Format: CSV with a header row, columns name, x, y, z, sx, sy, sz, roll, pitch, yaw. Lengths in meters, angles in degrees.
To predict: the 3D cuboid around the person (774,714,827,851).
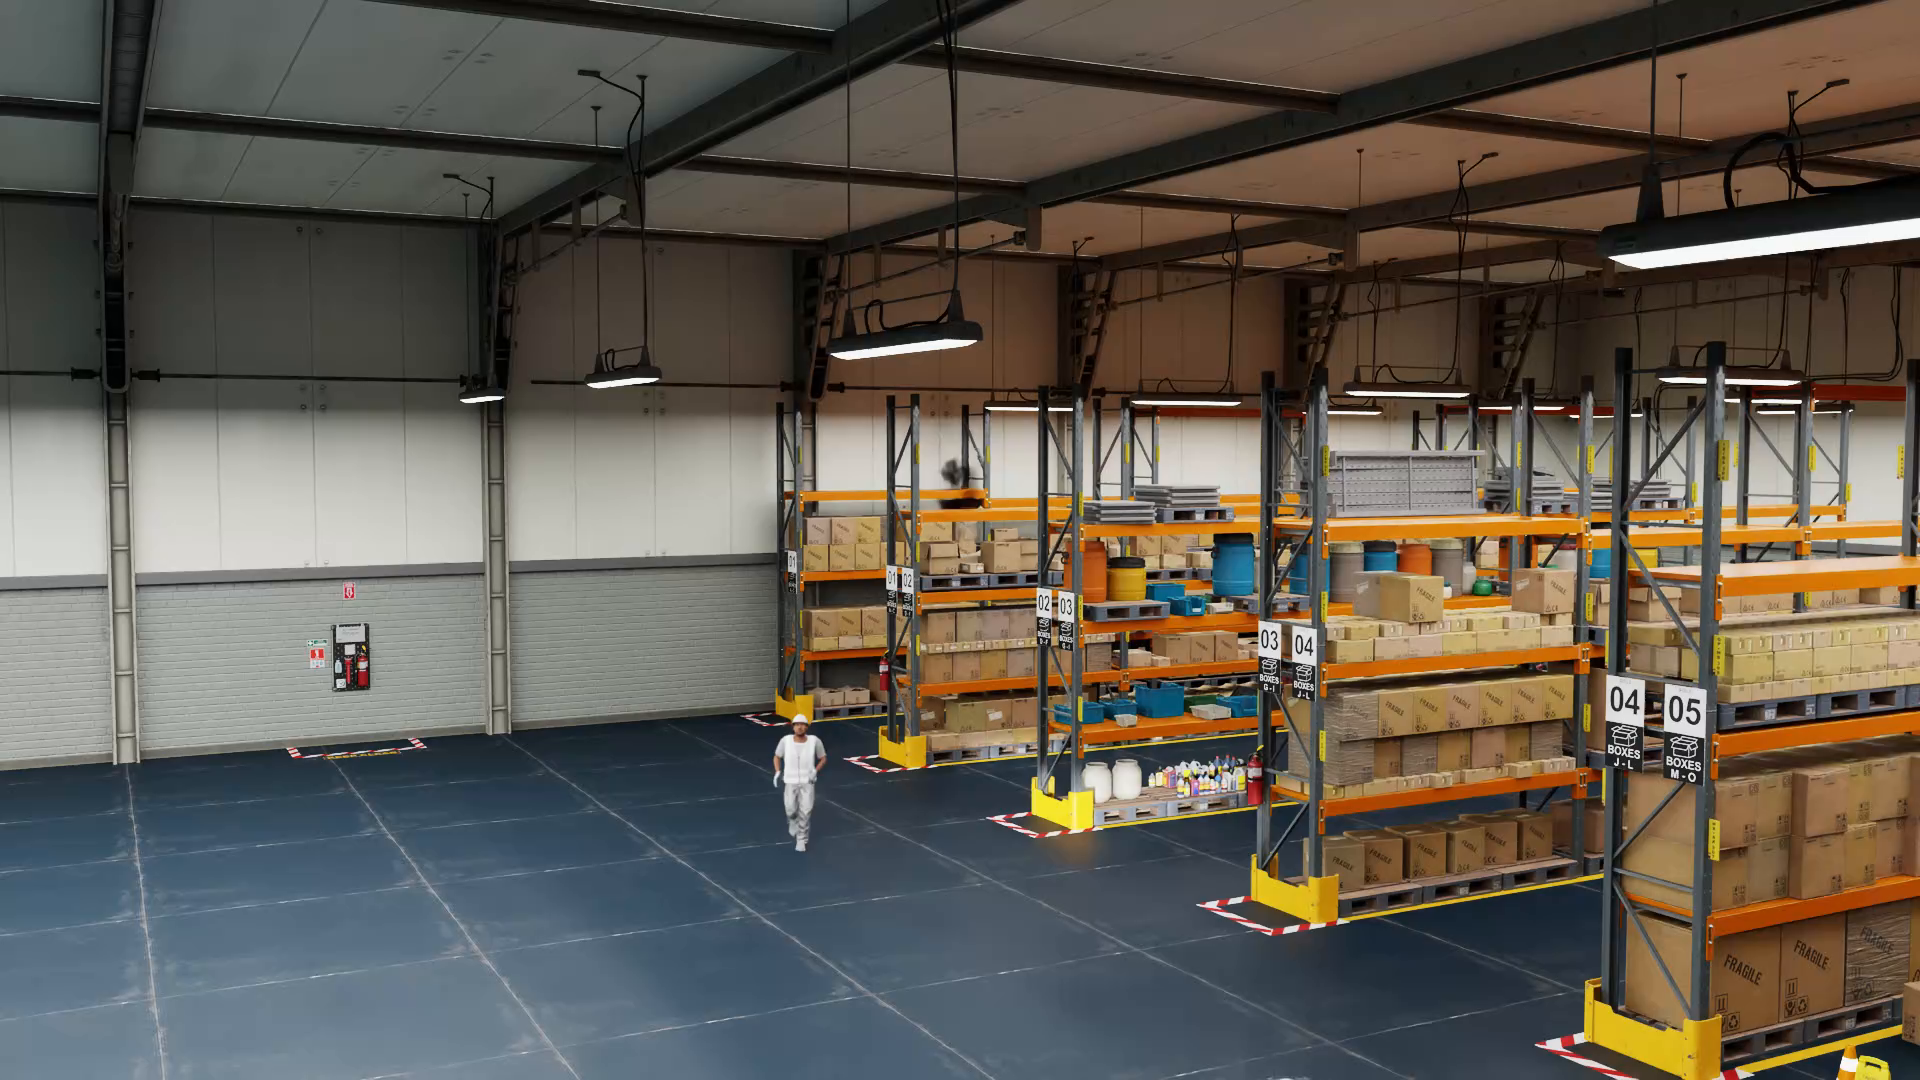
name,x,y,z,sx,sy,sz,roll,pitch,yaw
person,-2.047,3.097,21.296,0.686,1.737,0.600,0,3,-2
